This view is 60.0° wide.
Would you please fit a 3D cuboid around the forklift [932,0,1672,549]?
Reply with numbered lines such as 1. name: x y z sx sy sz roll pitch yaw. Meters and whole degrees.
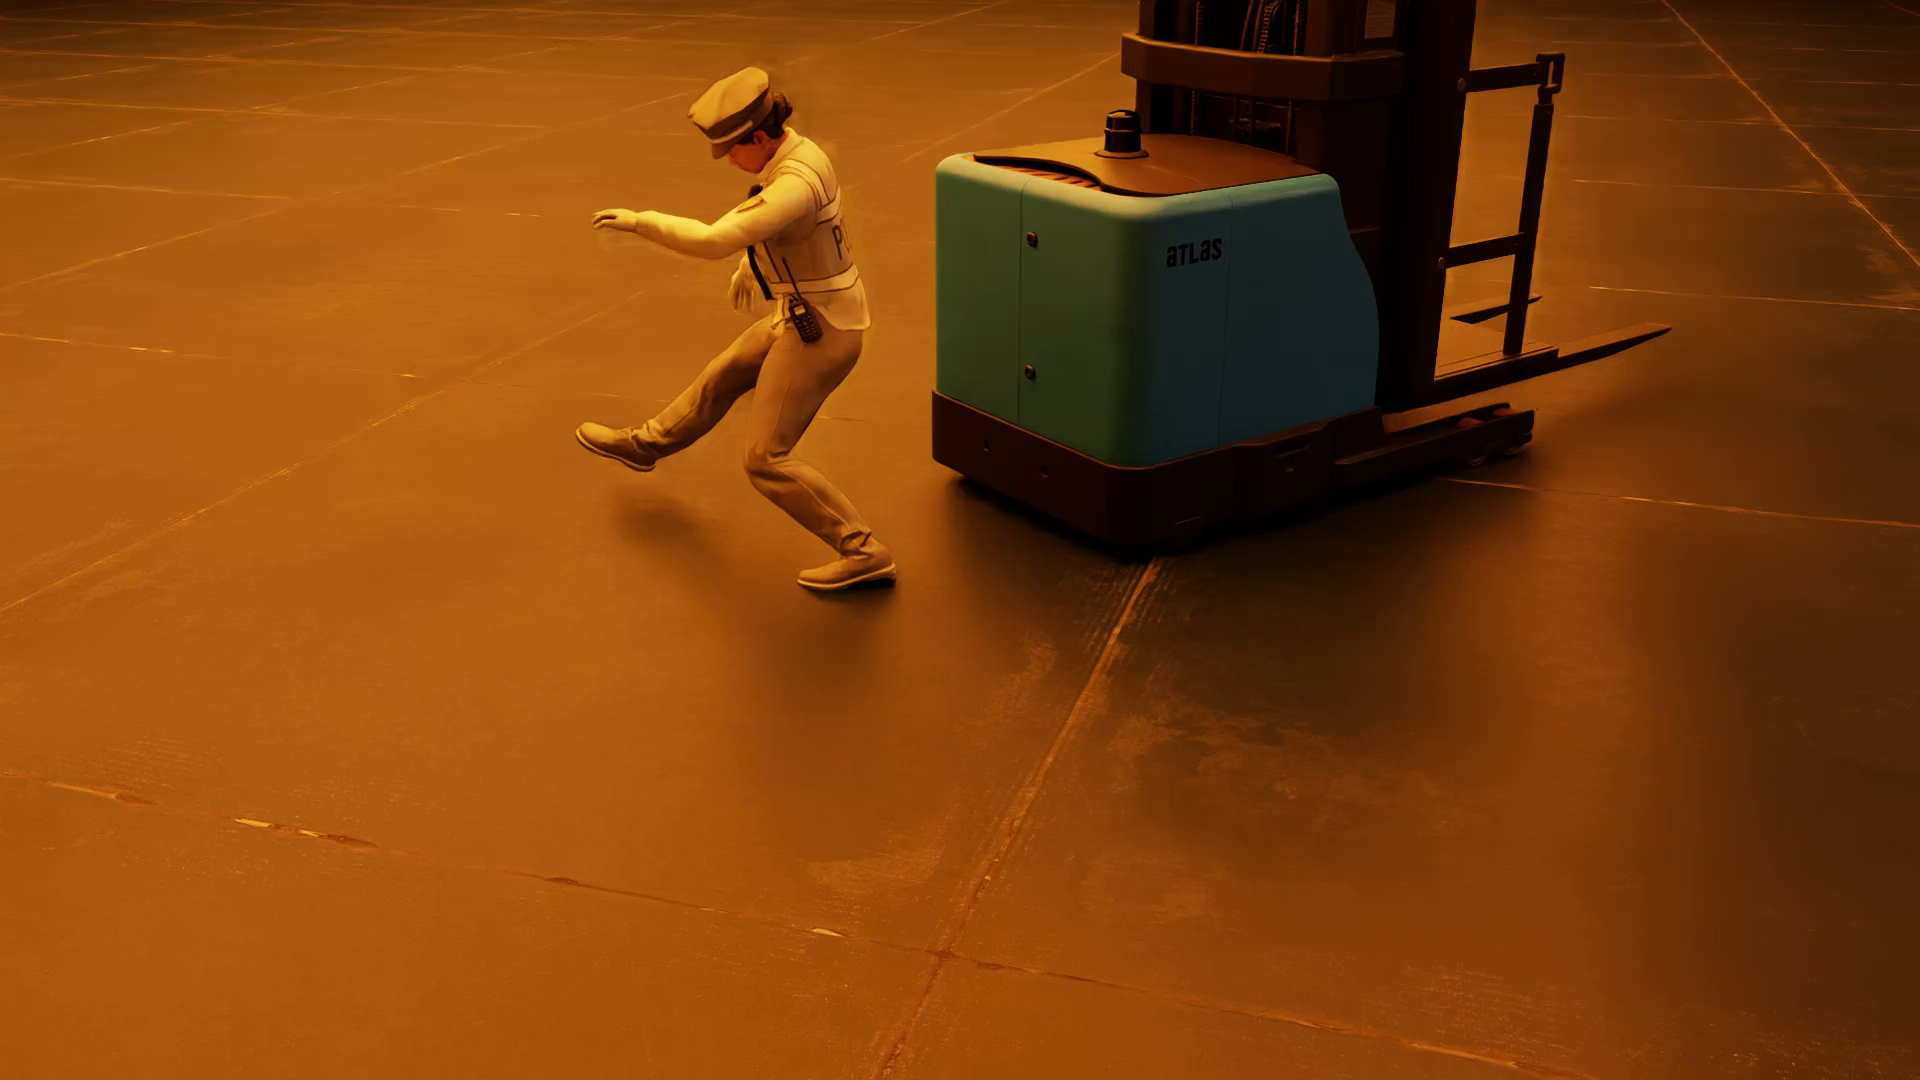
1. forklift: 1.398 -1.757 5.535 3.031 2.935 1.130 -15 27 -33

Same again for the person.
1. person: -0.727 -0.668 4.932 1.106 1.425 0.910 1 22 2
